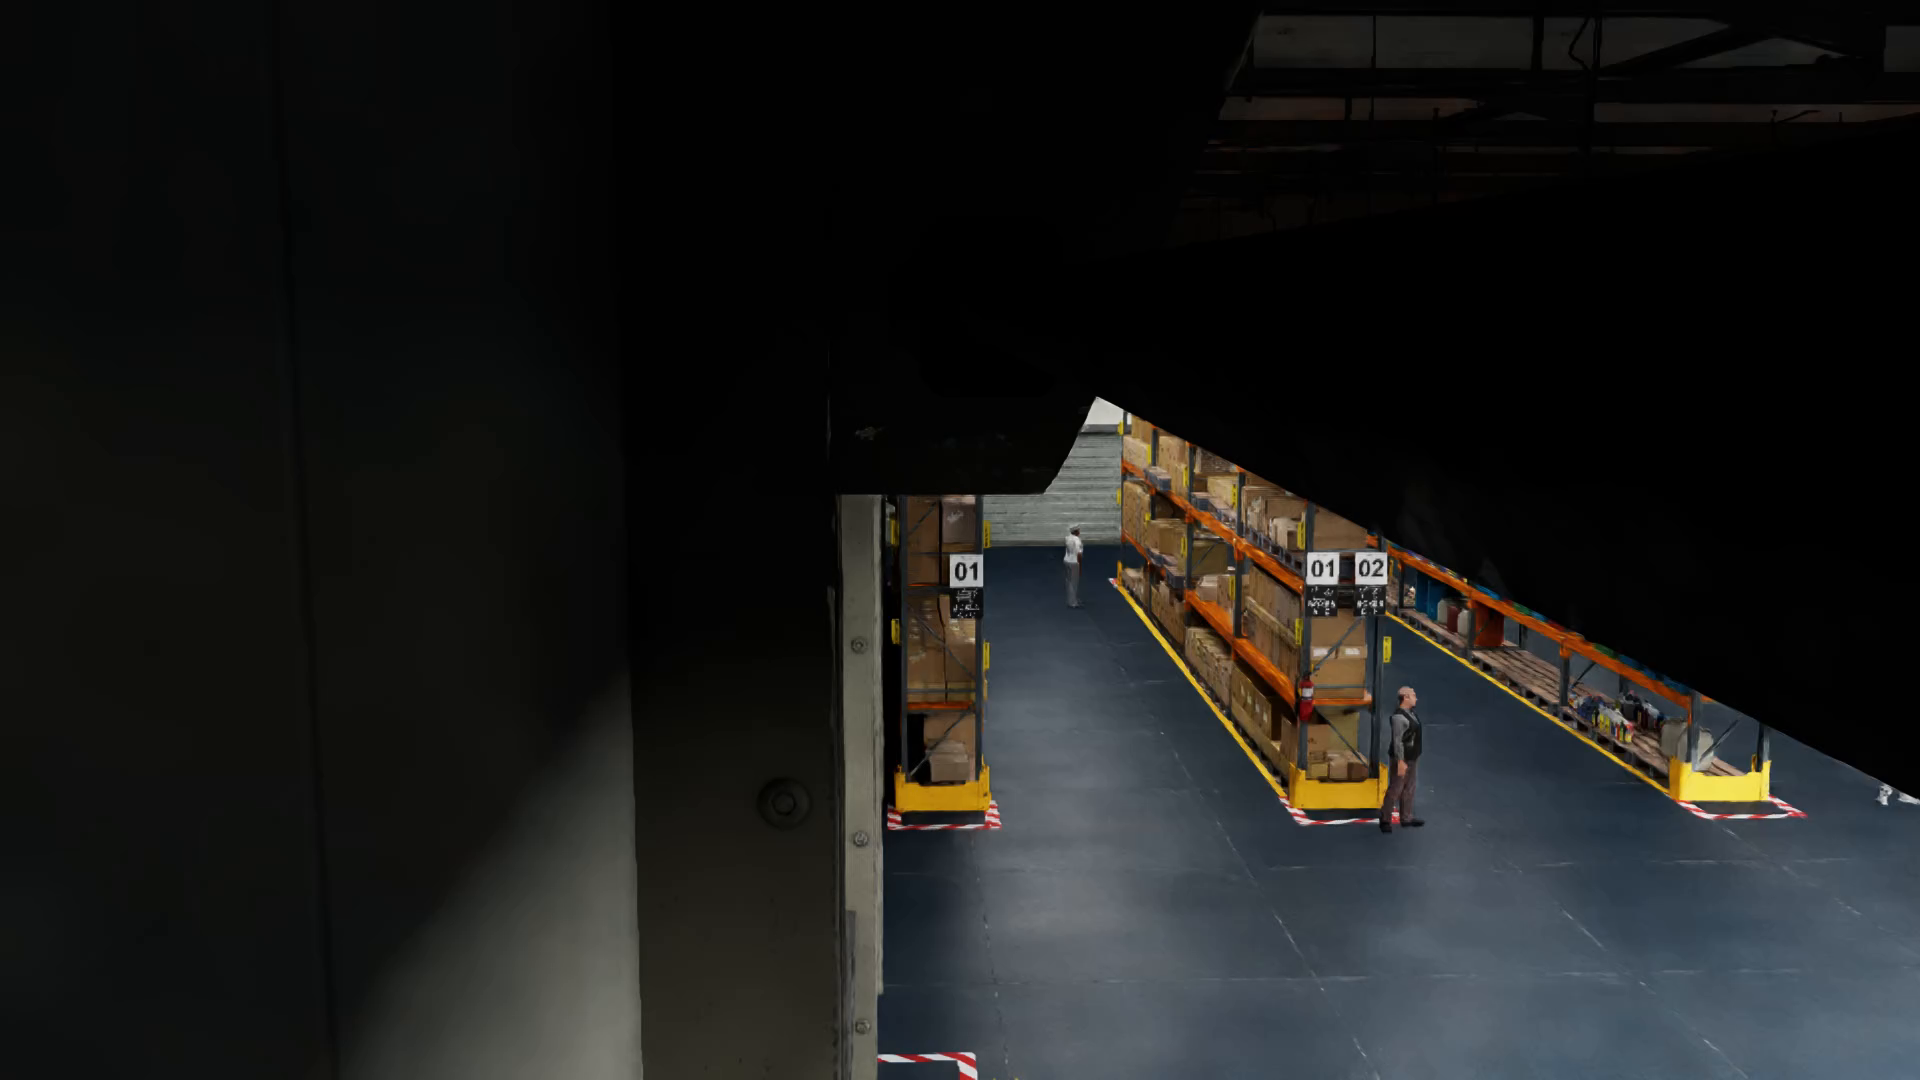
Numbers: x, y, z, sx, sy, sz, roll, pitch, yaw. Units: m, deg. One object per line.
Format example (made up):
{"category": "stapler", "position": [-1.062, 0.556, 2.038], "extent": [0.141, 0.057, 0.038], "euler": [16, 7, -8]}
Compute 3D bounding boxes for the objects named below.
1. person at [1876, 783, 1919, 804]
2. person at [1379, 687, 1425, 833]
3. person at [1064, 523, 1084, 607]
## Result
{"category": "person", "position": [11.763, 2.482, 20.672], "extent": [0.480, 1.667, 0.671], "euler": [8, 12, 43]}
{"category": "person", "position": [5.241, 2.591, 19.698], "extent": [0.429, 1.729, 0.665], "euler": [5, 10, 31]}
{"category": "person", "position": [2.351, 0.495, 33.913], "extent": [0.440, 1.683, 0.551], "euler": [-5, 10, -30]}
